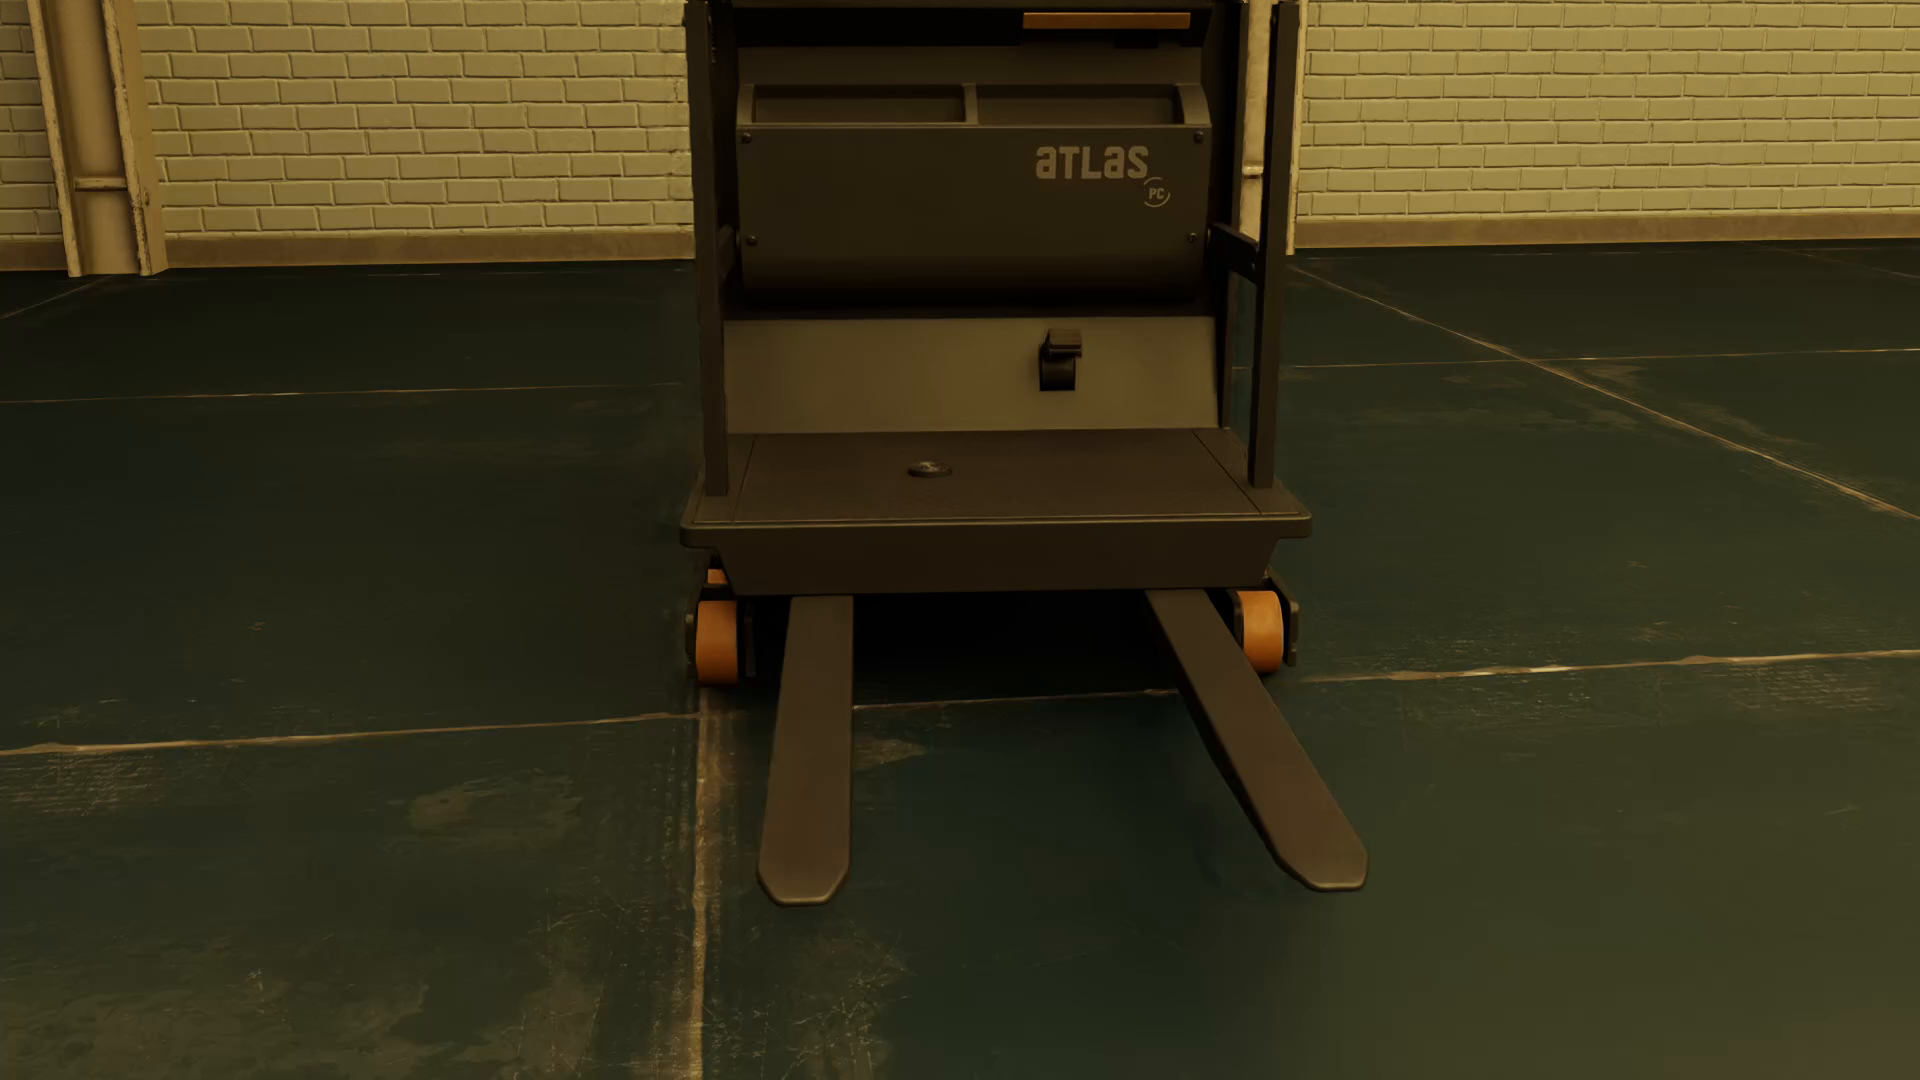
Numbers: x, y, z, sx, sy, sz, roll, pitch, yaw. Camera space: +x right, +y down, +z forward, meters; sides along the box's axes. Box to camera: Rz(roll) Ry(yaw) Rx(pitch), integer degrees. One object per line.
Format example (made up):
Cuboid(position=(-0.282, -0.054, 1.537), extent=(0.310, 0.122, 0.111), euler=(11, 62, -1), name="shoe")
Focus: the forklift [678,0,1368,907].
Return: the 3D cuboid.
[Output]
Cuboid(position=(0.040, -1.227, 2.959), extent=(1.130, 2.935, 3.031), euler=(-1, 17, -3), name="forklift")
